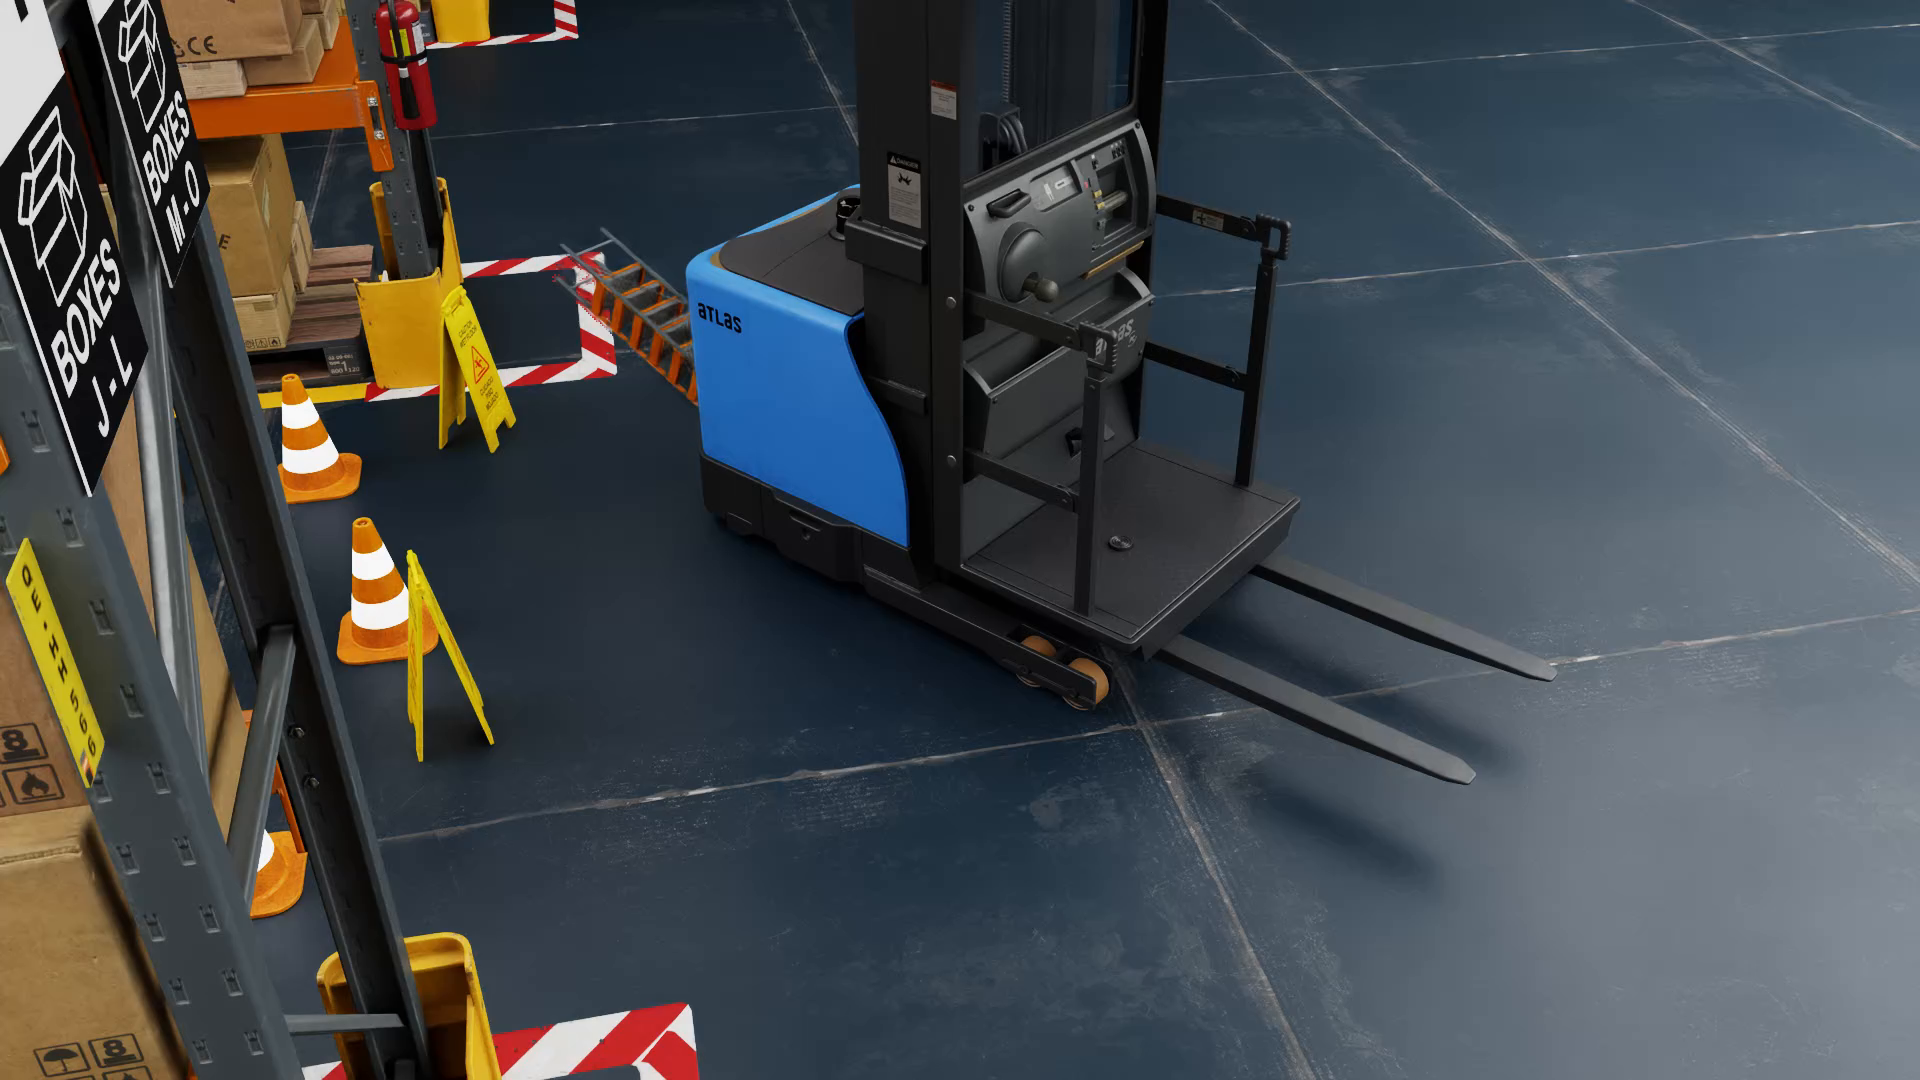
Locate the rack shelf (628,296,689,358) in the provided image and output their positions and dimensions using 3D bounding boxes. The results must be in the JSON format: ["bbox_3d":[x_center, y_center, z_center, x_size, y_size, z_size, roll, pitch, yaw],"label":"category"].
[{"bbox_3d":[-1.256,-0.902,6.984,0.103,0.180,0.258,41,48,16],"label":"rack shelf"}]

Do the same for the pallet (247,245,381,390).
[{"bbox_3d":[-3.295,-0.991,7.538,1.213,0.211,1.003,-7,35,-11],"label":"pallet"}]

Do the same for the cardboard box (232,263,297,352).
[{"bbox_3d":[-3.173,-1.023,7.173,0.500,0.250,0.500,-7,35,-11],"label":"cardboard box"}]

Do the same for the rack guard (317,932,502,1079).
[{"bbox_3d":[-1.206,1.474,3.605,0.348,0.500,1.175,-7,35,-11],"label":"rack guard"}]

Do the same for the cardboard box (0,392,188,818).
[{"bbox_3d":[-1.600,-0.047,2.525,0.550,0.550,0.875,-7,35,-11],"label":"cardboard box"}]

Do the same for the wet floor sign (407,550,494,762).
[{"bbox_3d":[-1.638,0.337,5.169,0.232,0.644,0.267,-13,36,-19],"label":"wet floor sign"}]

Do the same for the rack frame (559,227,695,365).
[{"bbox_3d":[-1.176,-0.913,6.898,1.200,0.006,0.240,41,48,16],"label":"rack frame"}]

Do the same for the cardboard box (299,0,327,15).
[{"bbox_3d":[-2.944,-2.497,6.922,0.500,0.500,0.500,-8,35,-11],"label":"cardboard box"}]

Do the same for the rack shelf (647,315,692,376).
[{"bbox_3d":[-1.170,-0.826,6.950,0.103,0.180,0.258,41,48,16],"label":"rack shelf"}]

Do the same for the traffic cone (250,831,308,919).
[{"bbox_3d":[-2.061,0.786,4.664,0.334,0.463,0.336,-7,35,-11],"label":"traffic cone"}]

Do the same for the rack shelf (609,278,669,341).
[{"bbox_3d":[-1.343,-0.978,7.018,0.103,0.180,0.258,41,48,16],"label":"rack shelf"}]

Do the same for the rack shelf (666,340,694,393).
[{"bbox_3d":[-1.083,-0.751,6.916,0.103,0.180,0.258,41,48,16],"label":"rack shelf"}]

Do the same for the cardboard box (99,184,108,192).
[{"bbox_3d":[-3.487,-1.531,6.675,0.250,0.149,0.380,-6,34,-9],"label":"cardboard box"}]

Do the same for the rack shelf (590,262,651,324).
[{"bbox_3d":[-1.430,-1.053,7.052,0.103,0.180,0.258,41,48,16],"label":"rack shelf"}]

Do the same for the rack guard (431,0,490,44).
[{"bbox_3d":[-3.496,-3.901,11.615,0.348,0.500,1.175,-7,35,-11],"label":"rack guard"}]

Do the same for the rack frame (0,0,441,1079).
[{"bbox_3d":[-1.229,0.441,2.901,0.053,2.616,0.949,-7,35,-11],"label":"rack frame"}]

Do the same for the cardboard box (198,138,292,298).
[{"bbox_3d":[-3.144,-1.343,6.977,0.500,0.500,0.500,-7,34,-10],"label":"cardboard box"}]

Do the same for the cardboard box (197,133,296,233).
[{"bbox_3d":[-3.291,-1.631,7.406,0.500,0.500,0.500,-8,35,-12],"label":"cardboard box"}]

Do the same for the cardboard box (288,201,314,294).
[{"bbox_3d":[-3.268,-1.323,7.620,0.500,0.250,0.500,-7,35,-11],"label":"cardboard box"}]

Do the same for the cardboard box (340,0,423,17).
[{"bbox_3d":[-3.908,-3.739,11.221,0.500,0.250,0.500,-7,34,-10],"label":"cardboard box"}]

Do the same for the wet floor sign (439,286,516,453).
[{"bbox_3d":[-1.999,-0.703,6.719,0.232,0.644,0.267,4,34,6],"label":"wet floor sign"}]

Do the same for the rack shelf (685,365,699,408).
[{"bbox_3d":[-0.996,-0.675,6.882,0.103,0.180,0.258,41,48,16],"label":"rack shelf"}]

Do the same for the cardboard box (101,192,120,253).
[{"bbox_3d":[-3.653,-1.277,6.879,0.500,0.500,0.500,-6,34,-9],"label":"cardboard box"}]

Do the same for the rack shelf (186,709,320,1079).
[{"bbox_3d":[-3.181,0.983,2.738,4.000,0.370,1.077,-7,35,-11],"label":"rack shelf"}]

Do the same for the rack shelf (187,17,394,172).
[{"bbox_3d":[-4.371,-1.694,6.729,4.000,0.370,1.077,-7,35,-11],"label":"rack shelf"}]

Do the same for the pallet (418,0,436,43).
[{"bbox_3d":[-4.256,-3.662,11.517,1.213,0.211,1.003,-7,35,-11],"label":"pallet"}]

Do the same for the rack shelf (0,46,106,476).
[{"bbox_3d":[-3.181,-0.262,1.902,4.000,0.370,1.077,-7,35,-11],"label":"rack shelf"}]

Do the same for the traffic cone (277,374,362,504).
[{"bbox_3d":[-2.555,-0.432,6.478,0.334,0.463,0.336,-7,35,-11],"label":"traffic cone"}]

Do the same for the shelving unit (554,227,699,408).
[{"bbox_3d":[-1.202,-0.854,6.963,1.200,0.189,0.258,41,48,16],"label":"shelving unit"}]

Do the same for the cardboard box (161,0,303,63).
[{"bbox_3d":[-2.889,-2.188,6.461,0.500,0.500,0.500,-8,35,-11],"label":"cardboard box"}]

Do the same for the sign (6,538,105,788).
[{"bbox_3d":[-1.124,0.156,2.073,0.005,0.325,0.100,-7,35,-11],"label":"sign"}]

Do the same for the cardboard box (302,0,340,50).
[{"bbox_3d":[-2.797,-2.205,7.070,0.250,0.149,0.380,-7,35,-10],"label":"cardboard box"}]

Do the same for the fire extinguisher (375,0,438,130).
[{"bbox_3d":[-2.207,-1.971,6.564,0.183,0.674,0.296,-7,35,-11],"label":"fire extinguisher"}]

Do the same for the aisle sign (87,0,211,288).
[{"bbox_3d":[-1.227,-0.812,2.436,0.004,0.787,0.394,-7,35,-11],"label":"aisle sign"}]

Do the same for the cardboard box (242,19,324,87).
[{"bbox_3d":[-2.738,-1.973,6.723,0.250,0.149,0.380,-6,34,-9],"label":"cardboard box"}]

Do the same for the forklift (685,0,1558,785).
[{"bbox_3d":[0.493,-0.998,5.107,3.031,2.935,1.130,24,41,31],"label":"forklift"}]

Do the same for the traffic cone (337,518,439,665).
[{"bbox_3d":[-1.979,0.130,5.641,0.334,0.463,0.336,-7,35,-11],"label":"traffic cone"}]

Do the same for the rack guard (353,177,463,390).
[{"bbox_3d":[-2.495,-1.192,7.577,0.348,0.500,1.175,-7,35,-11],"label":"rack guard"}]

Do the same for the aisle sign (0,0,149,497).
[{"bbox_3d":[-1.094,-0.486,1.950,0.004,0.787,0.394,-7,35,-11],"label":"aisle sign"}]

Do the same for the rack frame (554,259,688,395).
[{"bbox_3d":[-1.228,-0.795,7.028,1.200,0.006,0.240,41,48,16],"label":"rack frame"}]

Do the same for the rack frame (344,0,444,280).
[{"bbox_3d":[-2.420,-2.239,6.895,0.127,3.000,1.000,-7,35,-11],"label":"rack frame"}]

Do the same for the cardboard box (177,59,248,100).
[{"bbox_3d":[-2.961,-1.881,6.587,0.250,0.149,0.380,-8,35,-11],"label":"cardboard box"}]

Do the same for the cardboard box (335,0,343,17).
[{"bbox_3d":[-4.395,-3.684,11.138,0.500,0.250,0.500,-7,35,-11],"label":"cardboard box"}]

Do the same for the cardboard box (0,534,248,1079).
[{"bbox_3d":[-1.582,0.447,2.758,0.550,0.550,0.875,-7,35,-11],"label":"cardboard box"}]
